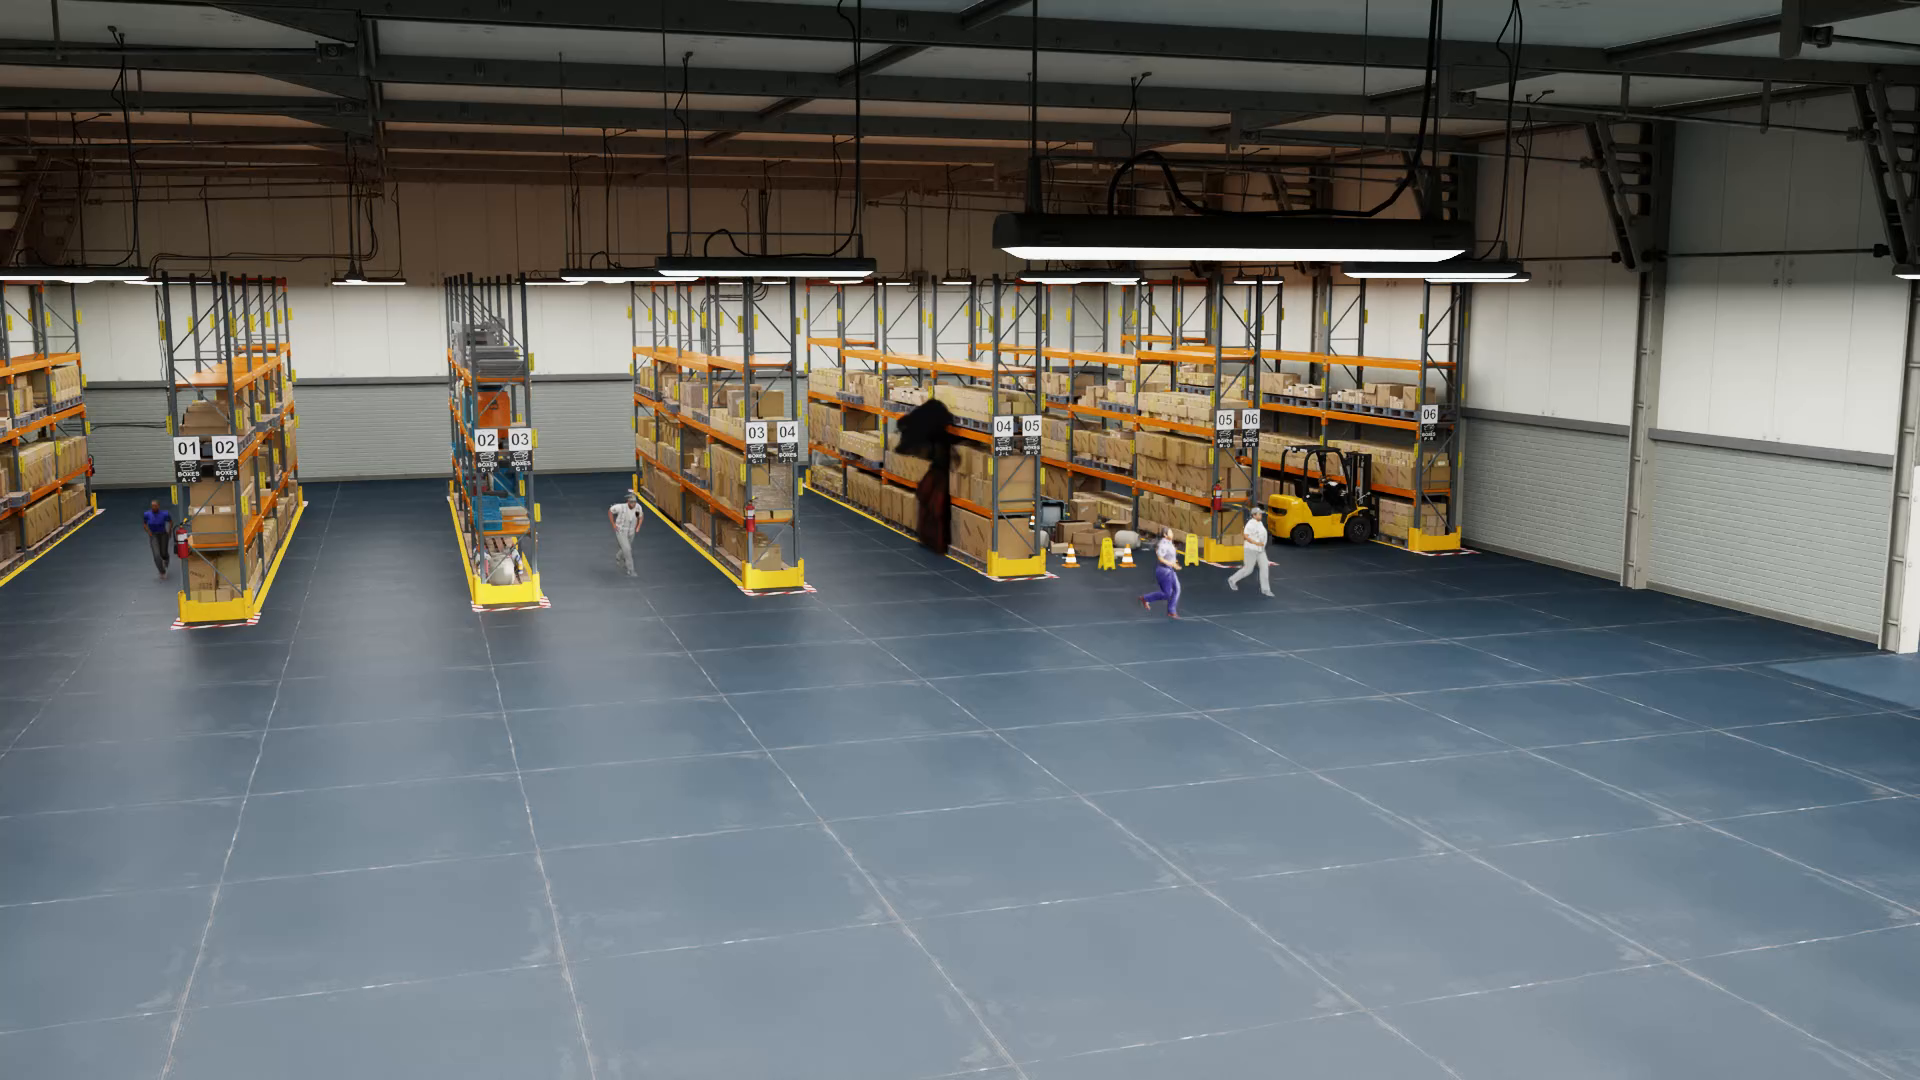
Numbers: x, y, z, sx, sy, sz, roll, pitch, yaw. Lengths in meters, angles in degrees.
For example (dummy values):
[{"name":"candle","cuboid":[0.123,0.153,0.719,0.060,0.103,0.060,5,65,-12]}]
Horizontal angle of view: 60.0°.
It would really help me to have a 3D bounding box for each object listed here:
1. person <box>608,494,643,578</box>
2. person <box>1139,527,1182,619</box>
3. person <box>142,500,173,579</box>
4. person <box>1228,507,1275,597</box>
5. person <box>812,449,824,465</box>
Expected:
[{"name":"person","cuboid":[-6.759,-0.109,33.483,0.704,1.717,1.030,-6,10,-32]},{"name":"person","cuboid":[3.533,0.579,29.078,0.750,1.646,0.616,2,9,14]},{"name":"person","cuboid":[-15.986,-0.039,33.201,0.545,1.598,0.775,-2,9,-15]},{"name":"person","cuboid":[5.537,0.209,31.214,0.959,1.659,0.644,7,11,39]},{"name":"person","cuboid":[-4.223,-2.642,49.887,0.703,1.721,0.587,7,11,39]}]
